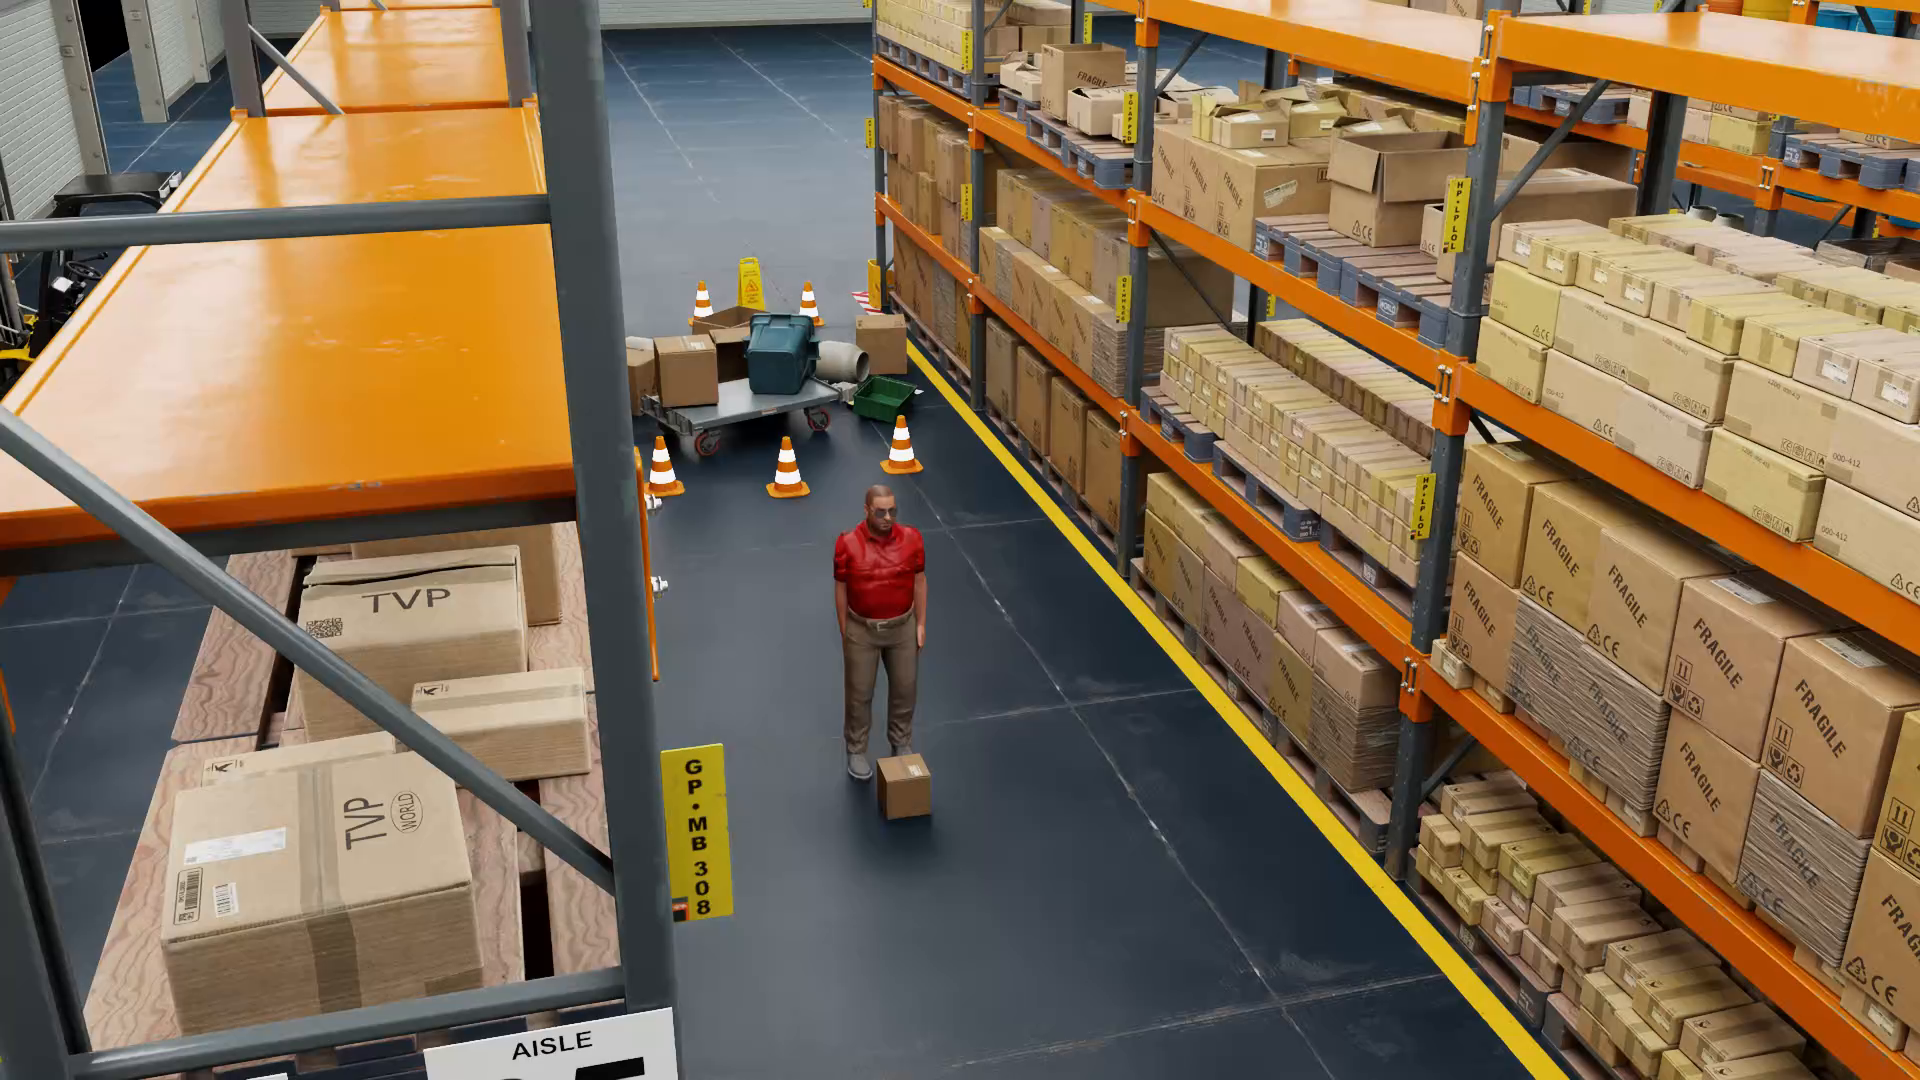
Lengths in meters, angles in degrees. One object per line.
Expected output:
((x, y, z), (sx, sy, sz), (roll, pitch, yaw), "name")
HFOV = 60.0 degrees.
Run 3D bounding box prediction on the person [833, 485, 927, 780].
((-0.432, 0.515, 9.400), (0.526, 1.725, 0.360), (-6, 23, -13), "person")
